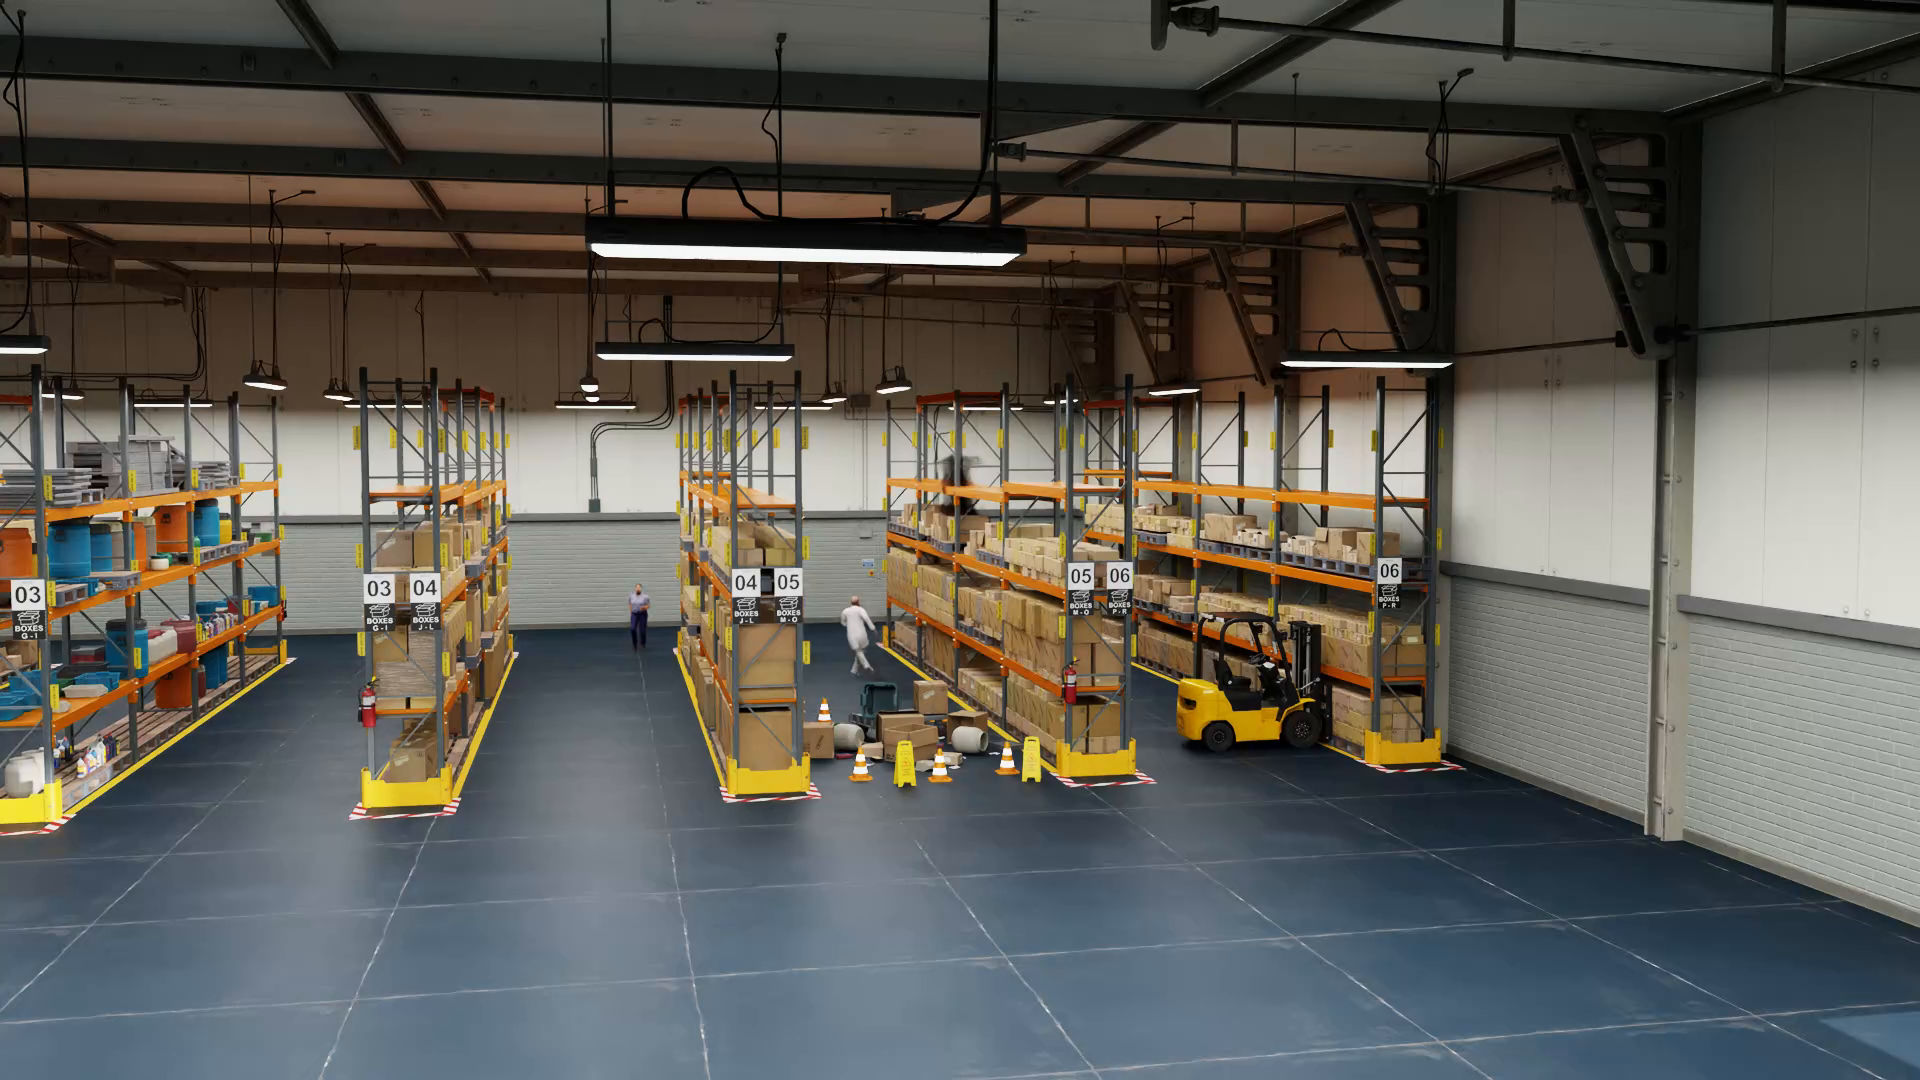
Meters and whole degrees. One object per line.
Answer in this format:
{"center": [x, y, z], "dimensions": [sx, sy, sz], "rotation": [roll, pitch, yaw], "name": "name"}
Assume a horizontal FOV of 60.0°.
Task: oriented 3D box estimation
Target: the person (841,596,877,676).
{"center": [-2.168, 2.074, 35.344], "dimensions": [0.820, 1.707, 0.756], "rotation": [1, 3, 9], "name": "person"}

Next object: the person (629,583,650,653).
{"center": [-7.626, 1.859, 39.530], "dimensions": [0.522, 1.653, 0.797], "rotation": [0, 3, -5], "name": "person"}
